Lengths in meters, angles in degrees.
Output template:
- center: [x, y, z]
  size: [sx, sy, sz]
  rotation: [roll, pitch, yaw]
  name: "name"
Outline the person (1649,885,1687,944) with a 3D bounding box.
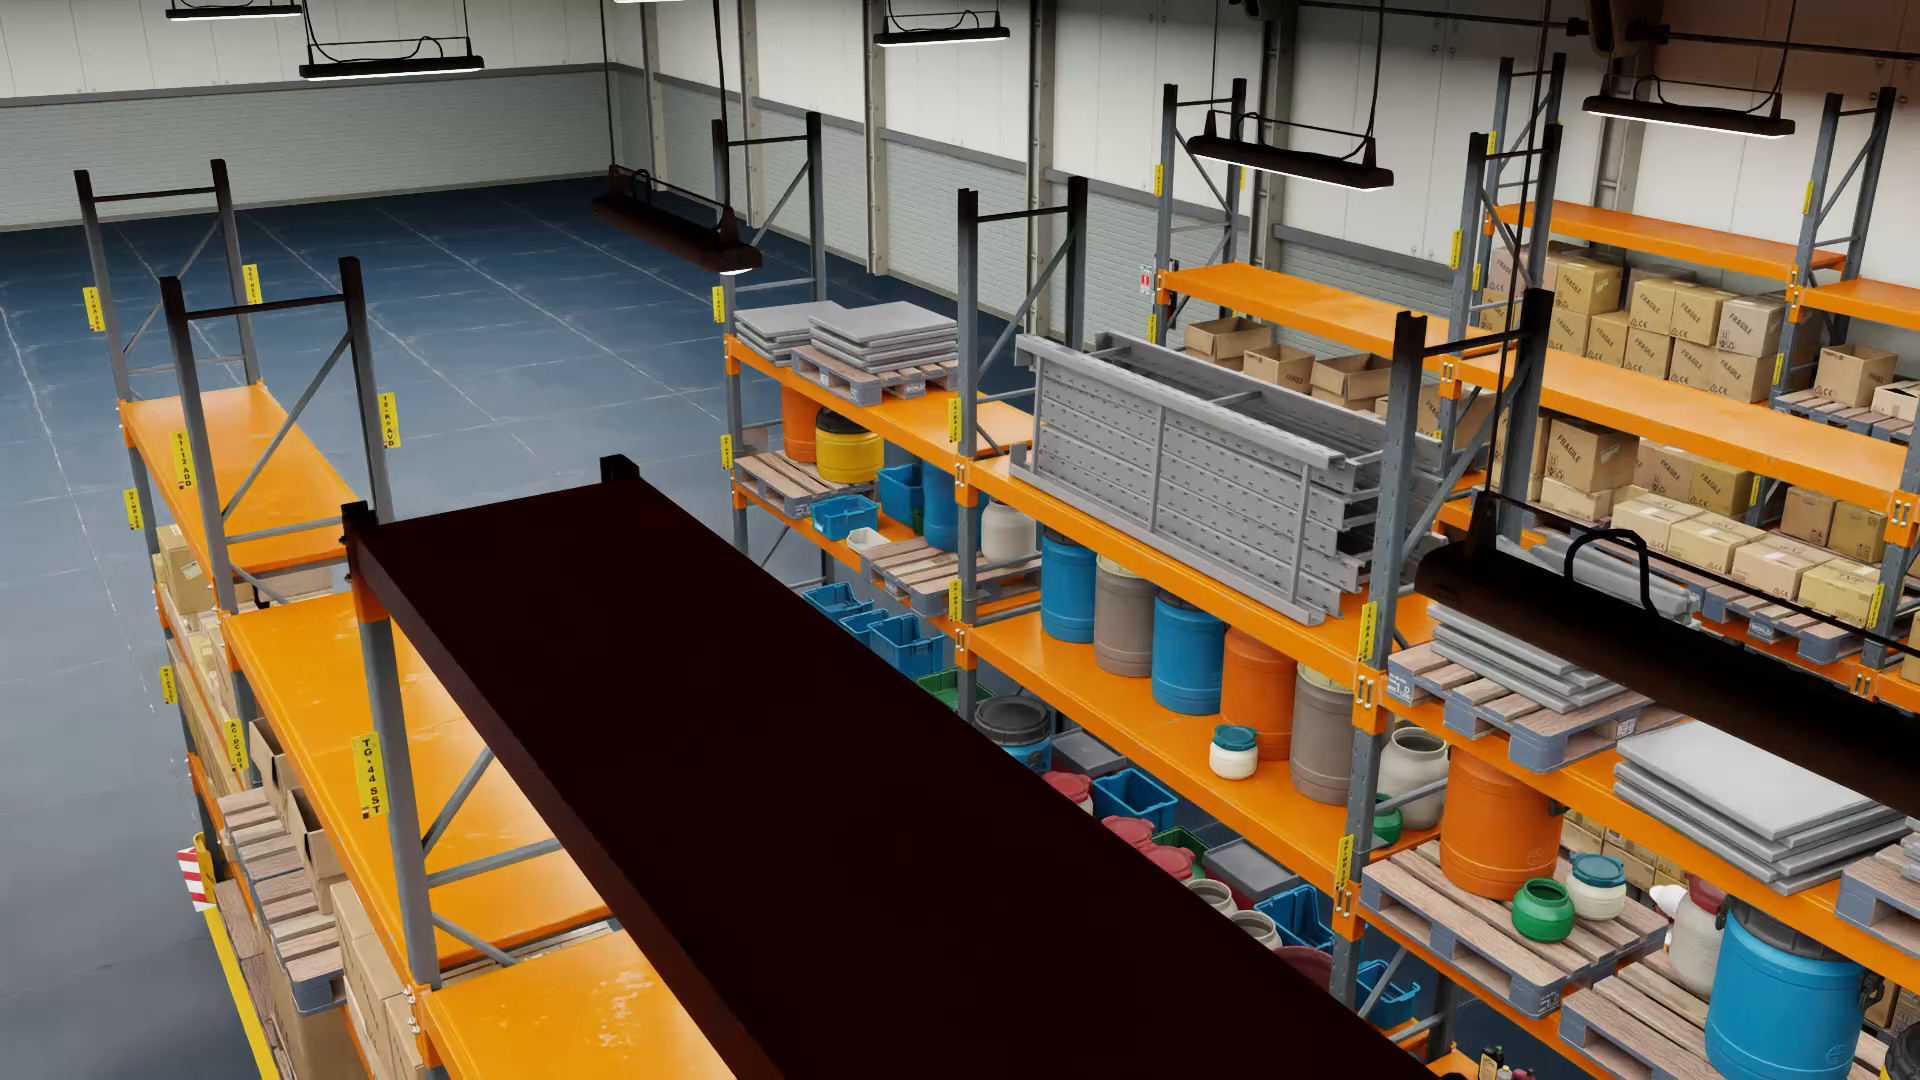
- center: [4.695, 3.074, 11.350]
  size: [0.608, 1.730, 1.004]
  rotation: [-9, 24, -22]
  name: "person"
